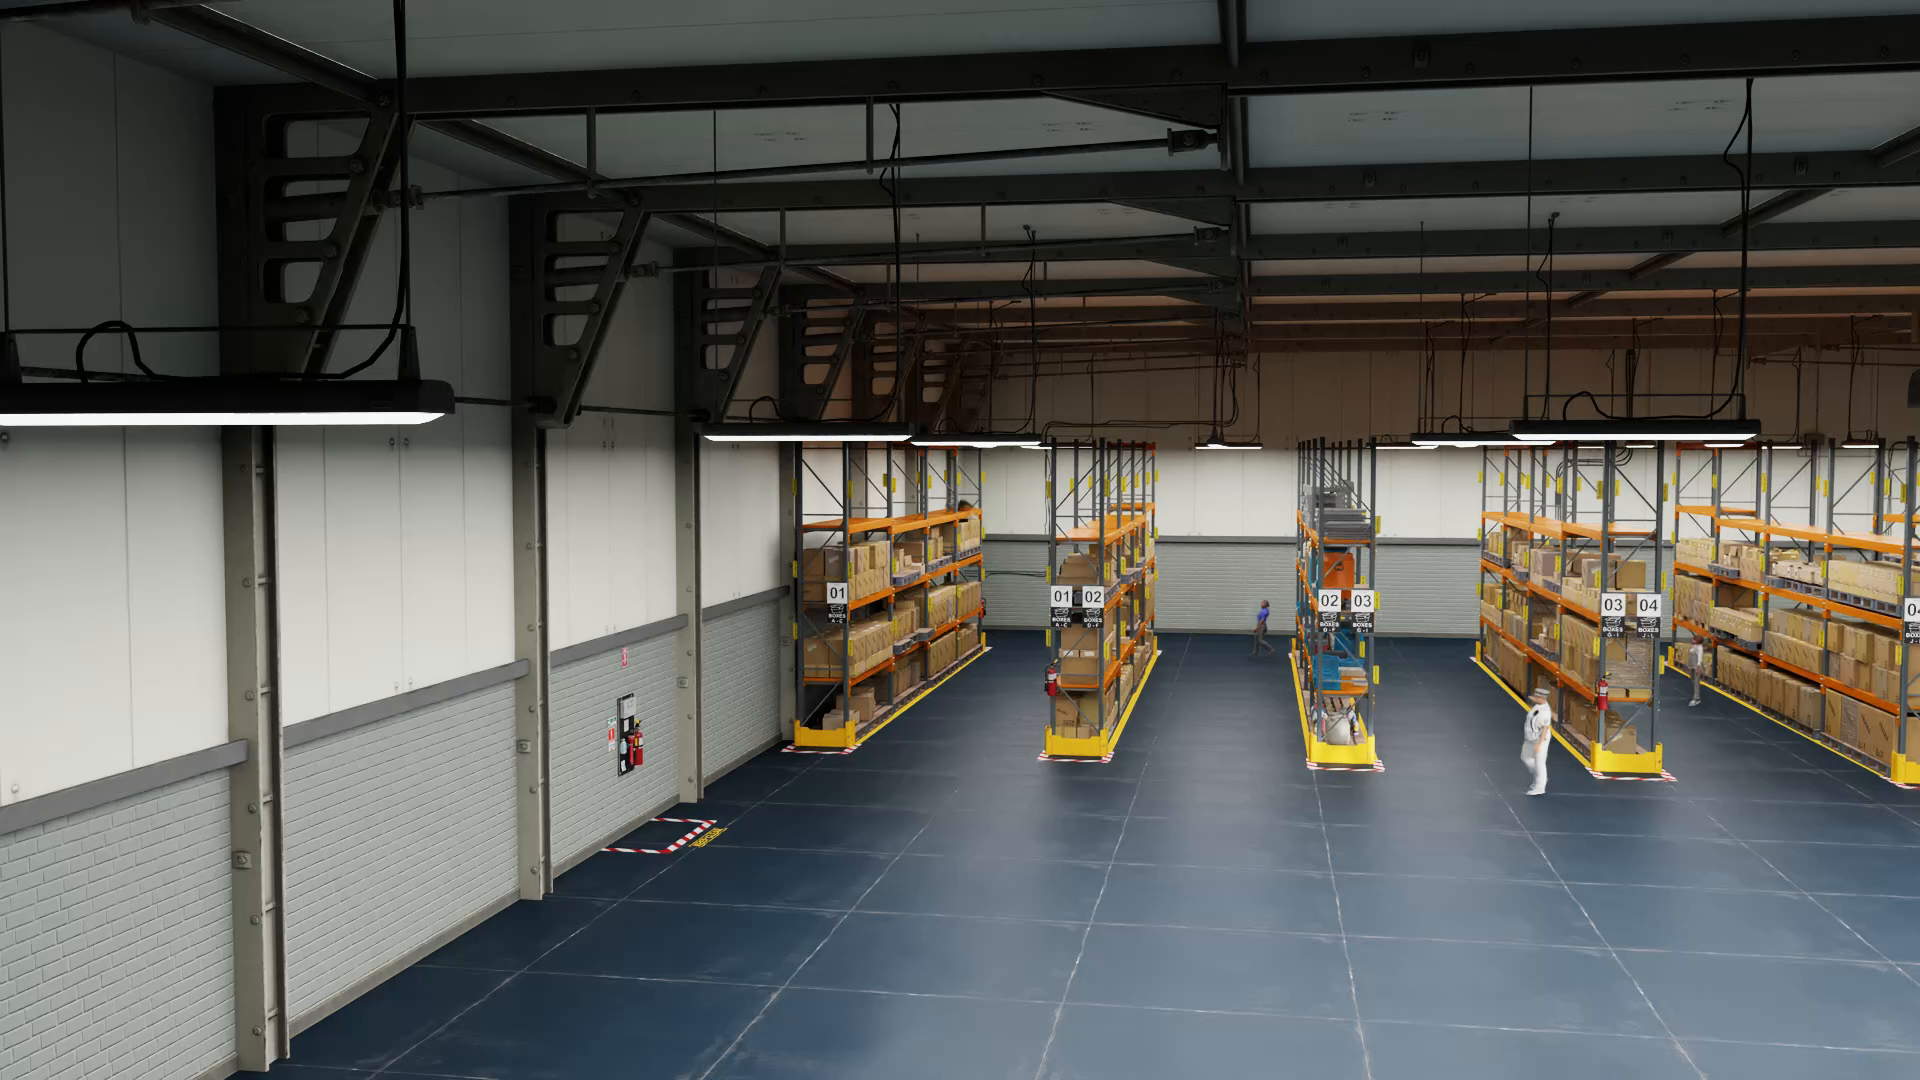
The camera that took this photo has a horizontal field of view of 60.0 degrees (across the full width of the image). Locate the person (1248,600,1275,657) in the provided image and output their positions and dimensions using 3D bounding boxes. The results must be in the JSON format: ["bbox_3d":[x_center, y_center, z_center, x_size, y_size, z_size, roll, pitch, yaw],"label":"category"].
[{"bbox_3d":[8.390,2.470,46.178,0.864,1.605,0.568,2,4,33],"label":"person"}]

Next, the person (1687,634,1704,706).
[{"bbox_3d":[16.684,2.939,37.734,0.484,1.617,0.418,-1,3,-16],"label":"person"}]

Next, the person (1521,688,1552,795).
[{"bbox_3d":[9.681,3.369,27.928,0.511,1.770,0.647,0,3,-9],"label":"person"}]
